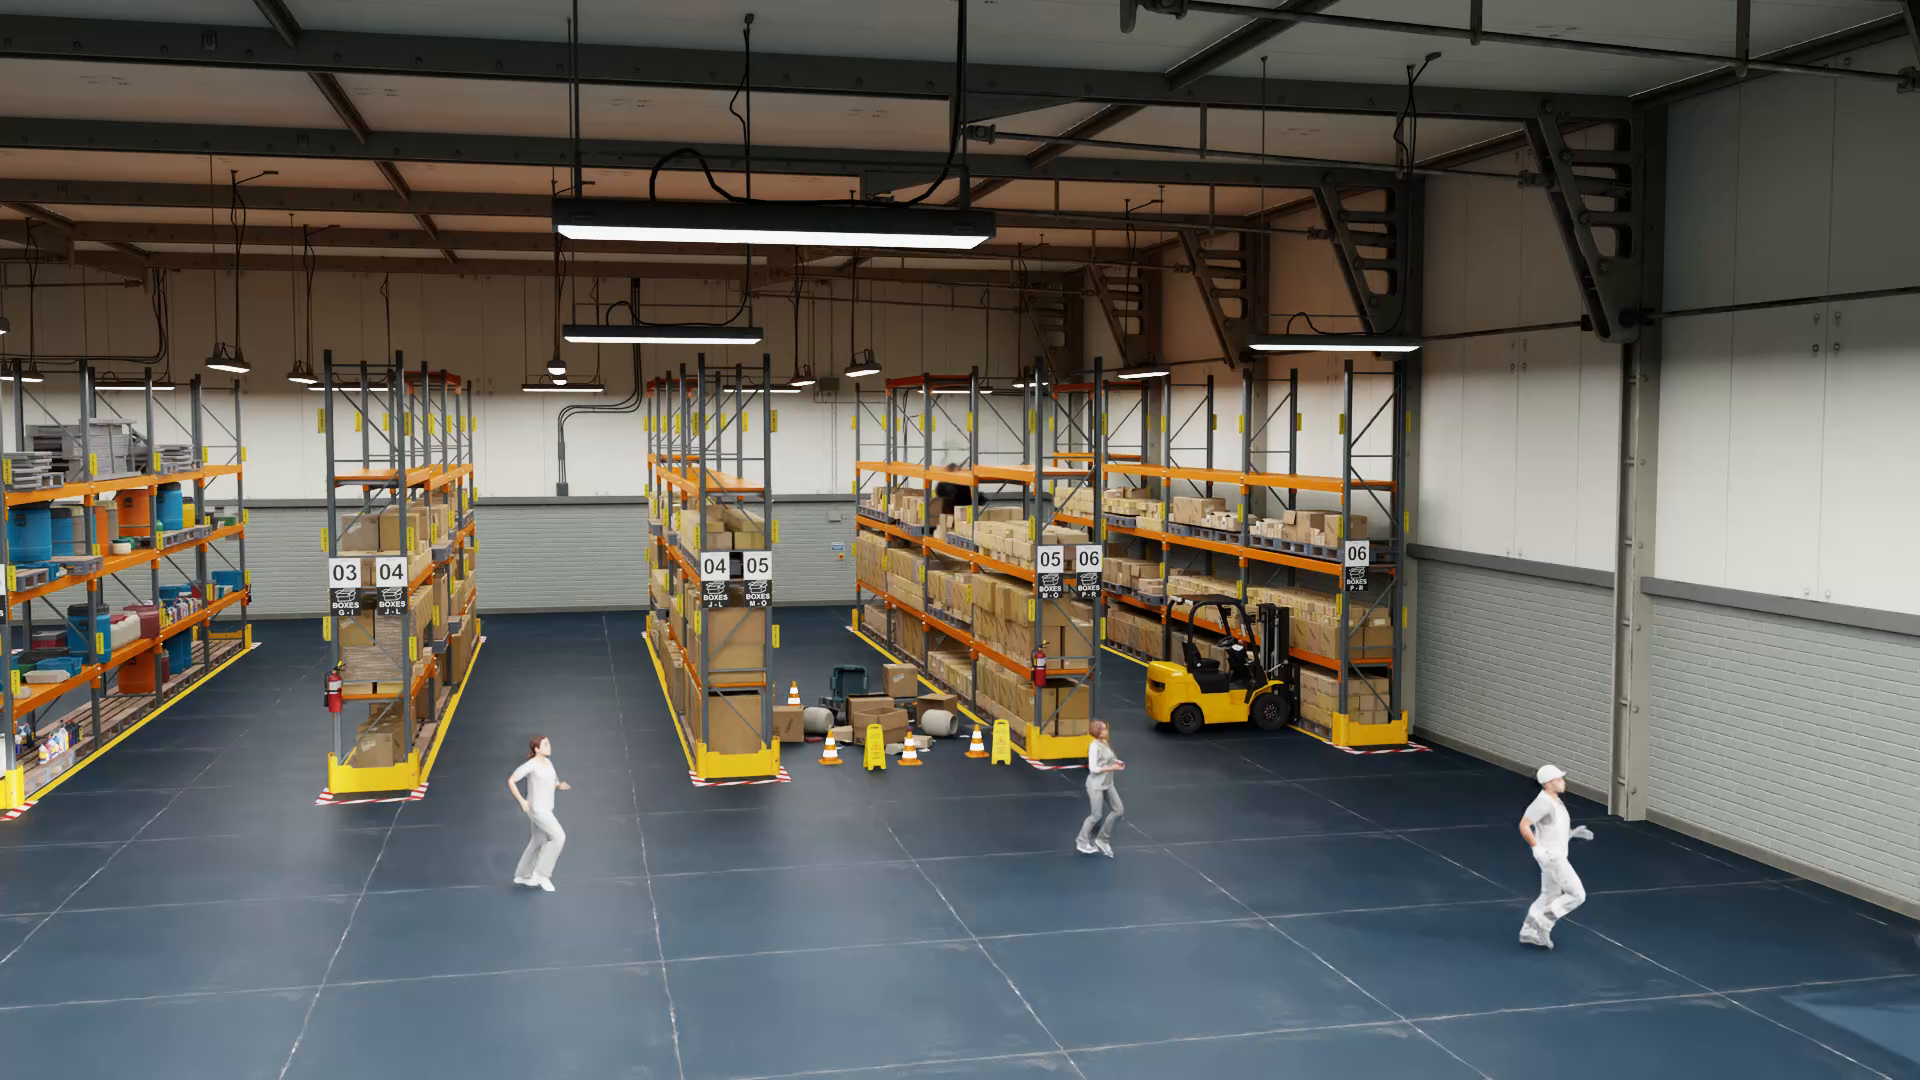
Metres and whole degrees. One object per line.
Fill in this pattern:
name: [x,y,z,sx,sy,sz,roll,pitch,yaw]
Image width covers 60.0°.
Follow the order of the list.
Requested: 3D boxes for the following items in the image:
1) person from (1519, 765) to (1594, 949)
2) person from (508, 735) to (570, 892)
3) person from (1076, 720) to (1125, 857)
person: [5.661,3.007,15.773,0.645,1.741,0.639,2,4,24]
person: [-4.495,2.923,17.855,0.661,1.679,0.546,1,4,9]
person: [1.639,2.871,19.182,0.639,1.608,0.517,2,5,32]
